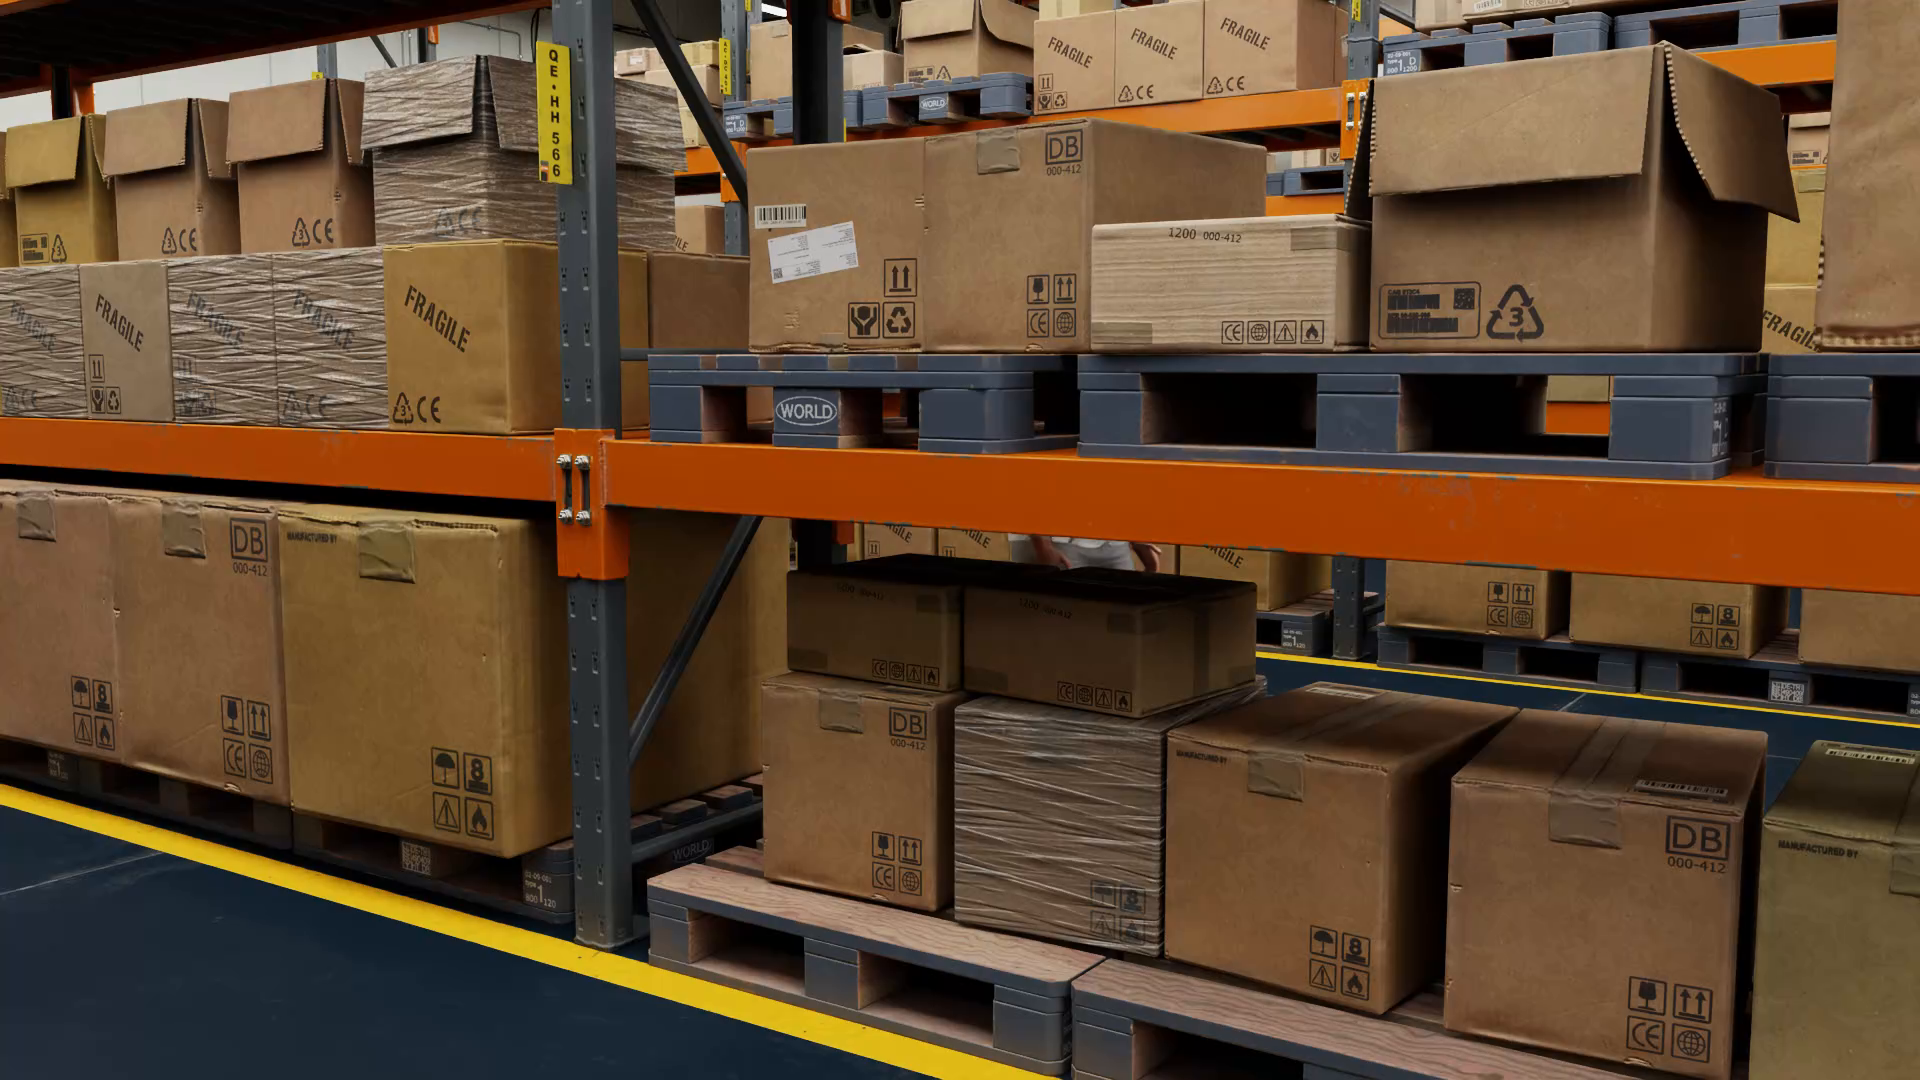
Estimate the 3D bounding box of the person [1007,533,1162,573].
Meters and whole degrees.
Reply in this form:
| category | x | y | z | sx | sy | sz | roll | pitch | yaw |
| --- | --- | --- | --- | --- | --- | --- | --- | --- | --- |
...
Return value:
| category | x | y | z | sx | sy | sz | roll | pitch | yaw |
| --- | --- | --- | --- | --- | --- | --- | --- | --- | --- |
| person | 0.413 | 0.026 | 5.683 | 0.544 | 1.726 | 0.424 | -5 | 8 | -36 |
